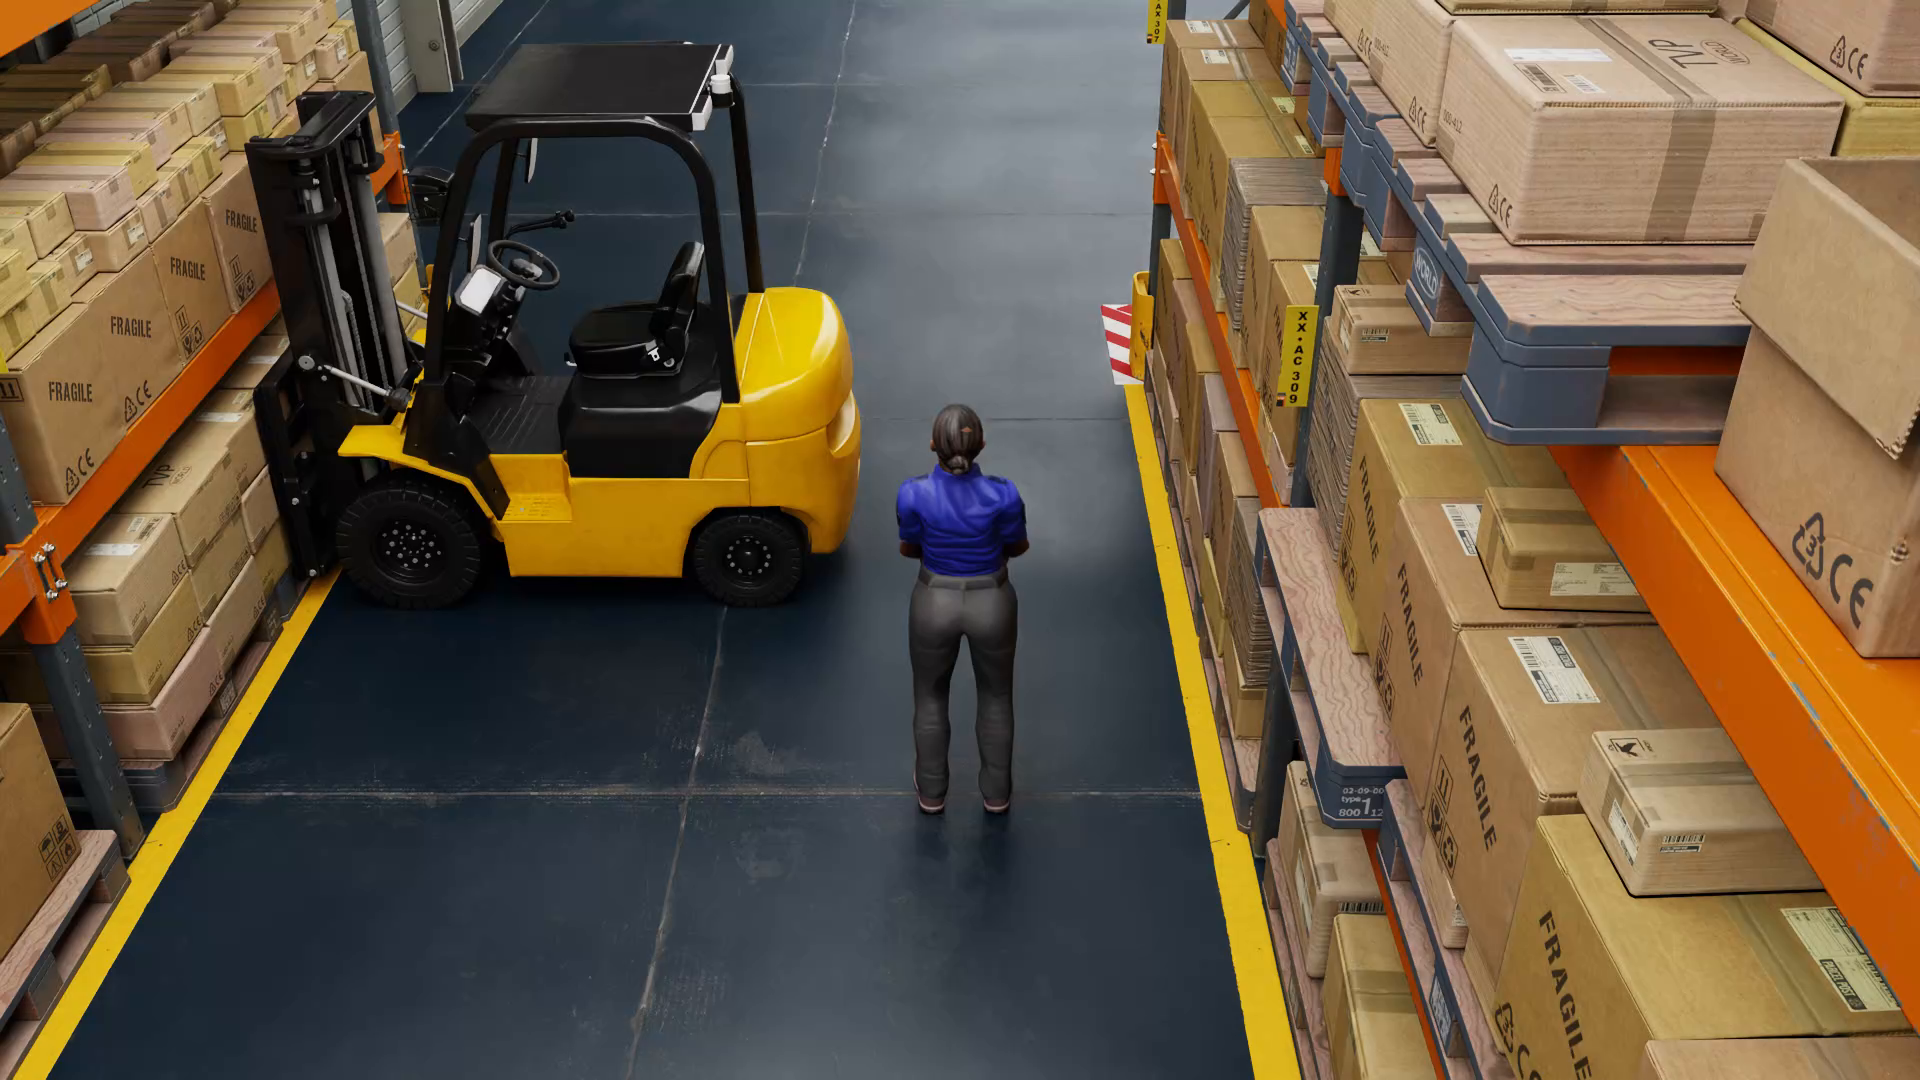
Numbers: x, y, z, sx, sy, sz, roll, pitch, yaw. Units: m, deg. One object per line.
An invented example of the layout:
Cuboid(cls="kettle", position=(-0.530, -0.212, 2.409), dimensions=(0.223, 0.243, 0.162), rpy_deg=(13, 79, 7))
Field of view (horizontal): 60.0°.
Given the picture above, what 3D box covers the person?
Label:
Cuboid(cls="person", position=(0.013, 0.207, 5.815), dimensions=(0.451, 1.649, 0.514), rpy_deg=(0, 32, 1))
